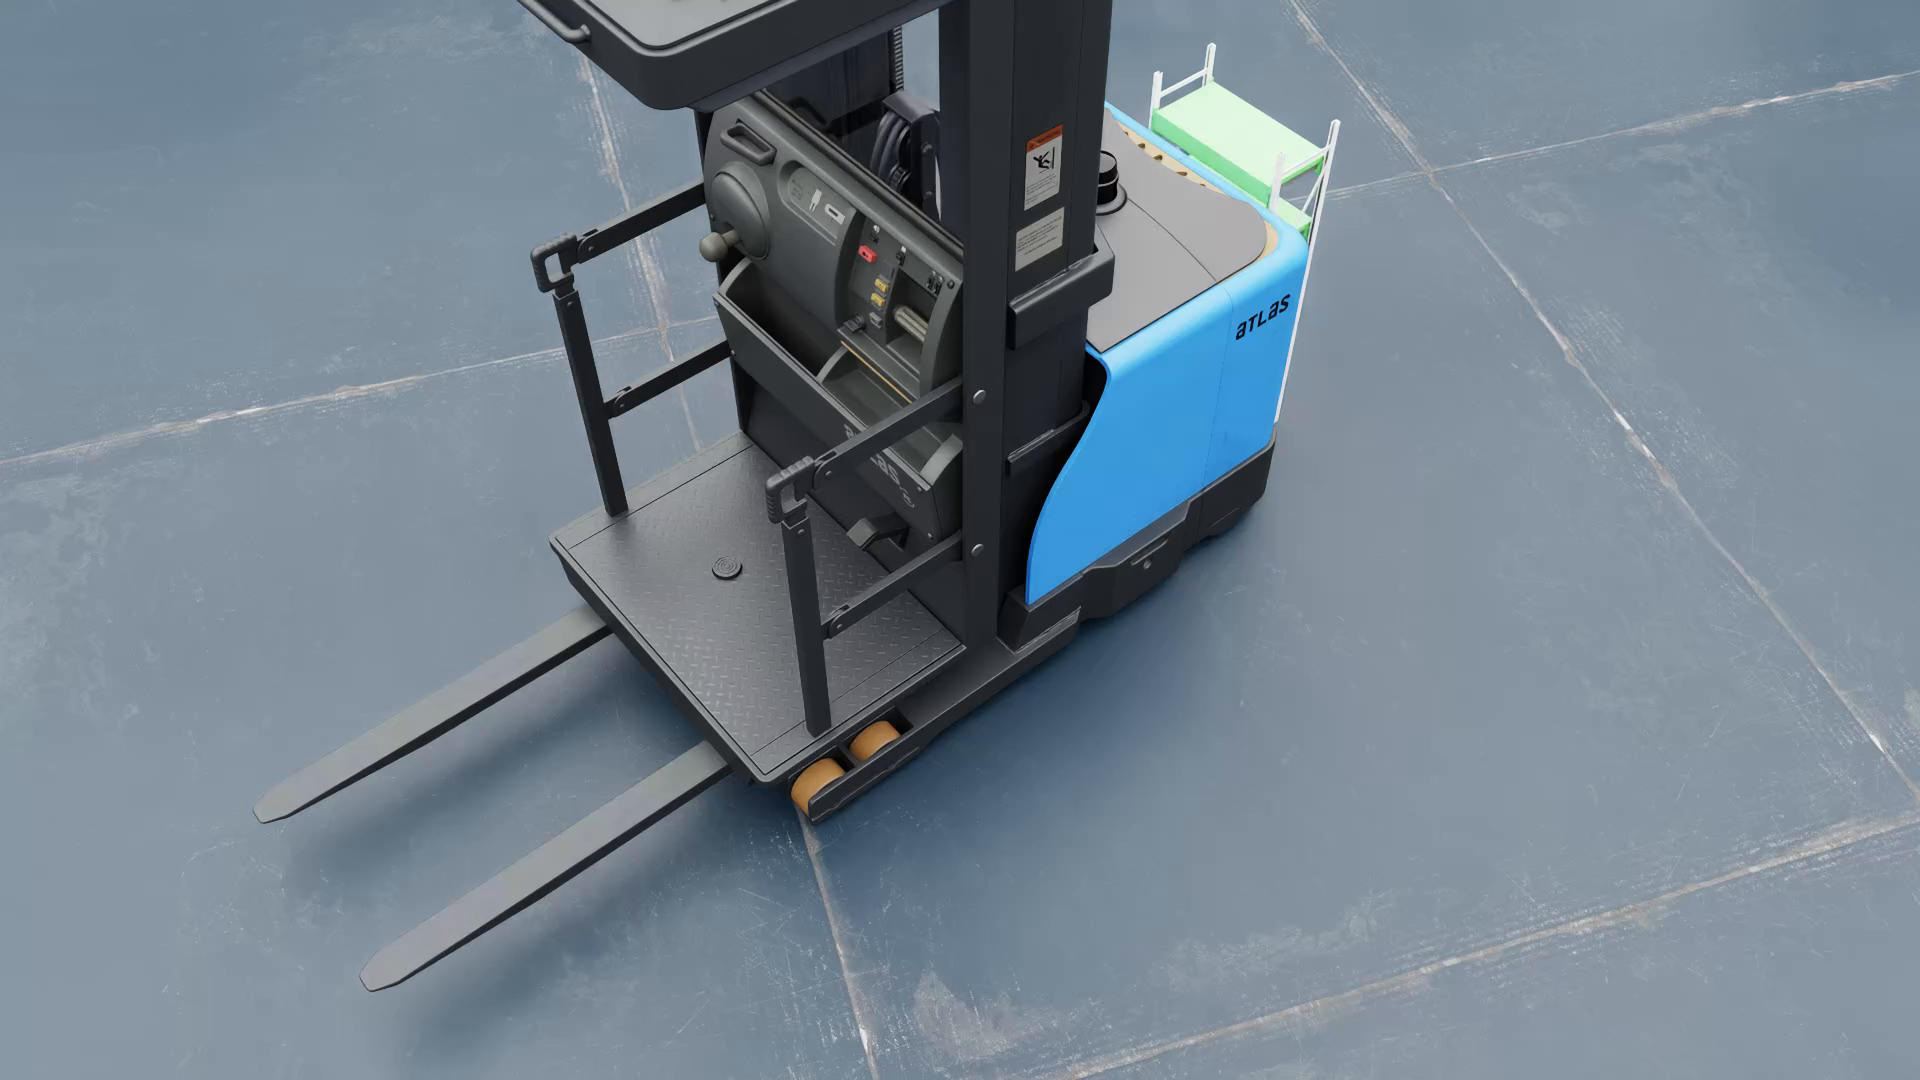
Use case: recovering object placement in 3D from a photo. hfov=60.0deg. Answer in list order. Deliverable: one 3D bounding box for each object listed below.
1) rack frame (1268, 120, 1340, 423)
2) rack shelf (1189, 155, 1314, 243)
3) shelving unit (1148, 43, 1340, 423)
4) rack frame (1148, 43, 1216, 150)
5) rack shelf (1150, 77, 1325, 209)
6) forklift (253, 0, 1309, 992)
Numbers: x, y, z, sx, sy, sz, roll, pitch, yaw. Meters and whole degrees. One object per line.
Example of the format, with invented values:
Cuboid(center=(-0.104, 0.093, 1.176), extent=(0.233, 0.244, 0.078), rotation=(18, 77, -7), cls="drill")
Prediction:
Cuboid(center=(0.971, -0.733, 5.084), extent=(0.240, 1.200, 0.015), rotation=(-32, 57, -24), cls="rack frame")
Cuboid(center=(0.815, -0.990, 5.070), extent=(0.258, 0.148, 0.480), rotation=(-32, 57, -24), cls="rack shelf")
Cuboid(center=(0.815, -0.877, 5.205), extent=(0.258, 1.200, 0.503), rotation=(-32, 57, -24), cls="shelving unit")
Cuboid(center=(0.659, -1.020, 5.326), extent=(0.240, 1.200, 0.015), rotation=(-32, 57, -24), cls="rack frame")
Cuboid(center=(0.815, -1.145, 4.886), extent=(0.258, 0.148, 0.480), rotation=(-32, 57, -24), cls="rack shelf")
Cuboid(center=(-0.482, -0.639, 3.872), extent=(3.031, 2.935, 1.130), rotation=(-32, 57, -24), cls="forklift")
